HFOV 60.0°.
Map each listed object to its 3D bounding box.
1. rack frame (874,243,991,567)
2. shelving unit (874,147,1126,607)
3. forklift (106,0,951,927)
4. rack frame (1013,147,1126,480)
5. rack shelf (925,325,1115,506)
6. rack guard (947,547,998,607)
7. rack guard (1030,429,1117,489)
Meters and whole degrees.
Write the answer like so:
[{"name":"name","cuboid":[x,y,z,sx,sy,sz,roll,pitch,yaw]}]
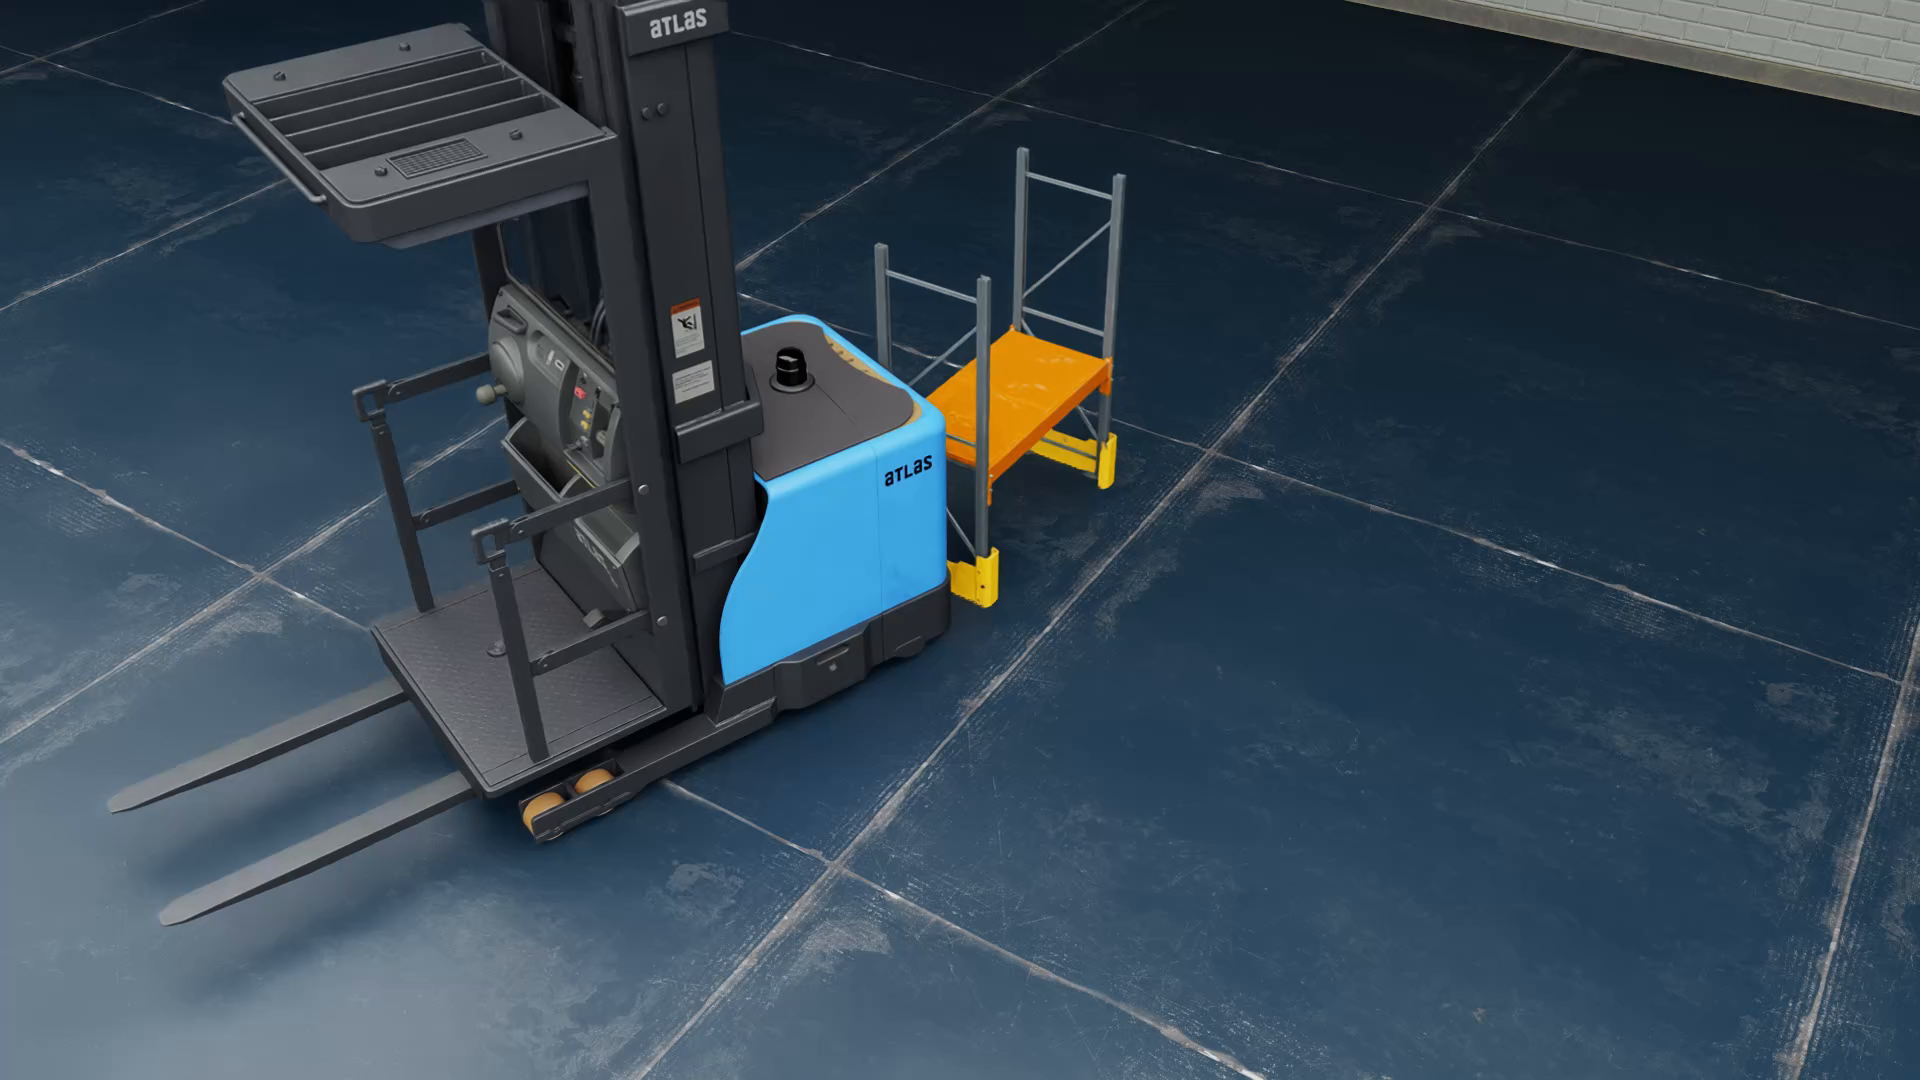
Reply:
[{"name":"rack frame","cuboid":[-0.104,-0.430,6.580,0.500,1.500,0.032,22,43,26]},{"name":"shelving unit","cuboid":[0.169,-0.686,6.911,0.587,1.500,1.083,22,43,26]},{"name":"forklift","cuboid":[-1.522,-0.470,5.458,3.031,2.935,1.130,-24,44,-28]},{"name":"rack frame","cuboid":[0.452,-0.950,7.254,0.500,1.500,0.032,22,43,26]},{"name":"rack shelf","cuboid":[0.174,-0.548,7.027,0.538,0.185,1.000,22,43,26]},{"name":"rack guard","cuboid":[-0.103,0.064,6.962,0.587,0.250,0.087,22,43,26]},{"name":"rack guard","cuboid":[0.441,-0.445,7.623,0.587,0.250,0.087,22,43,26]}]
